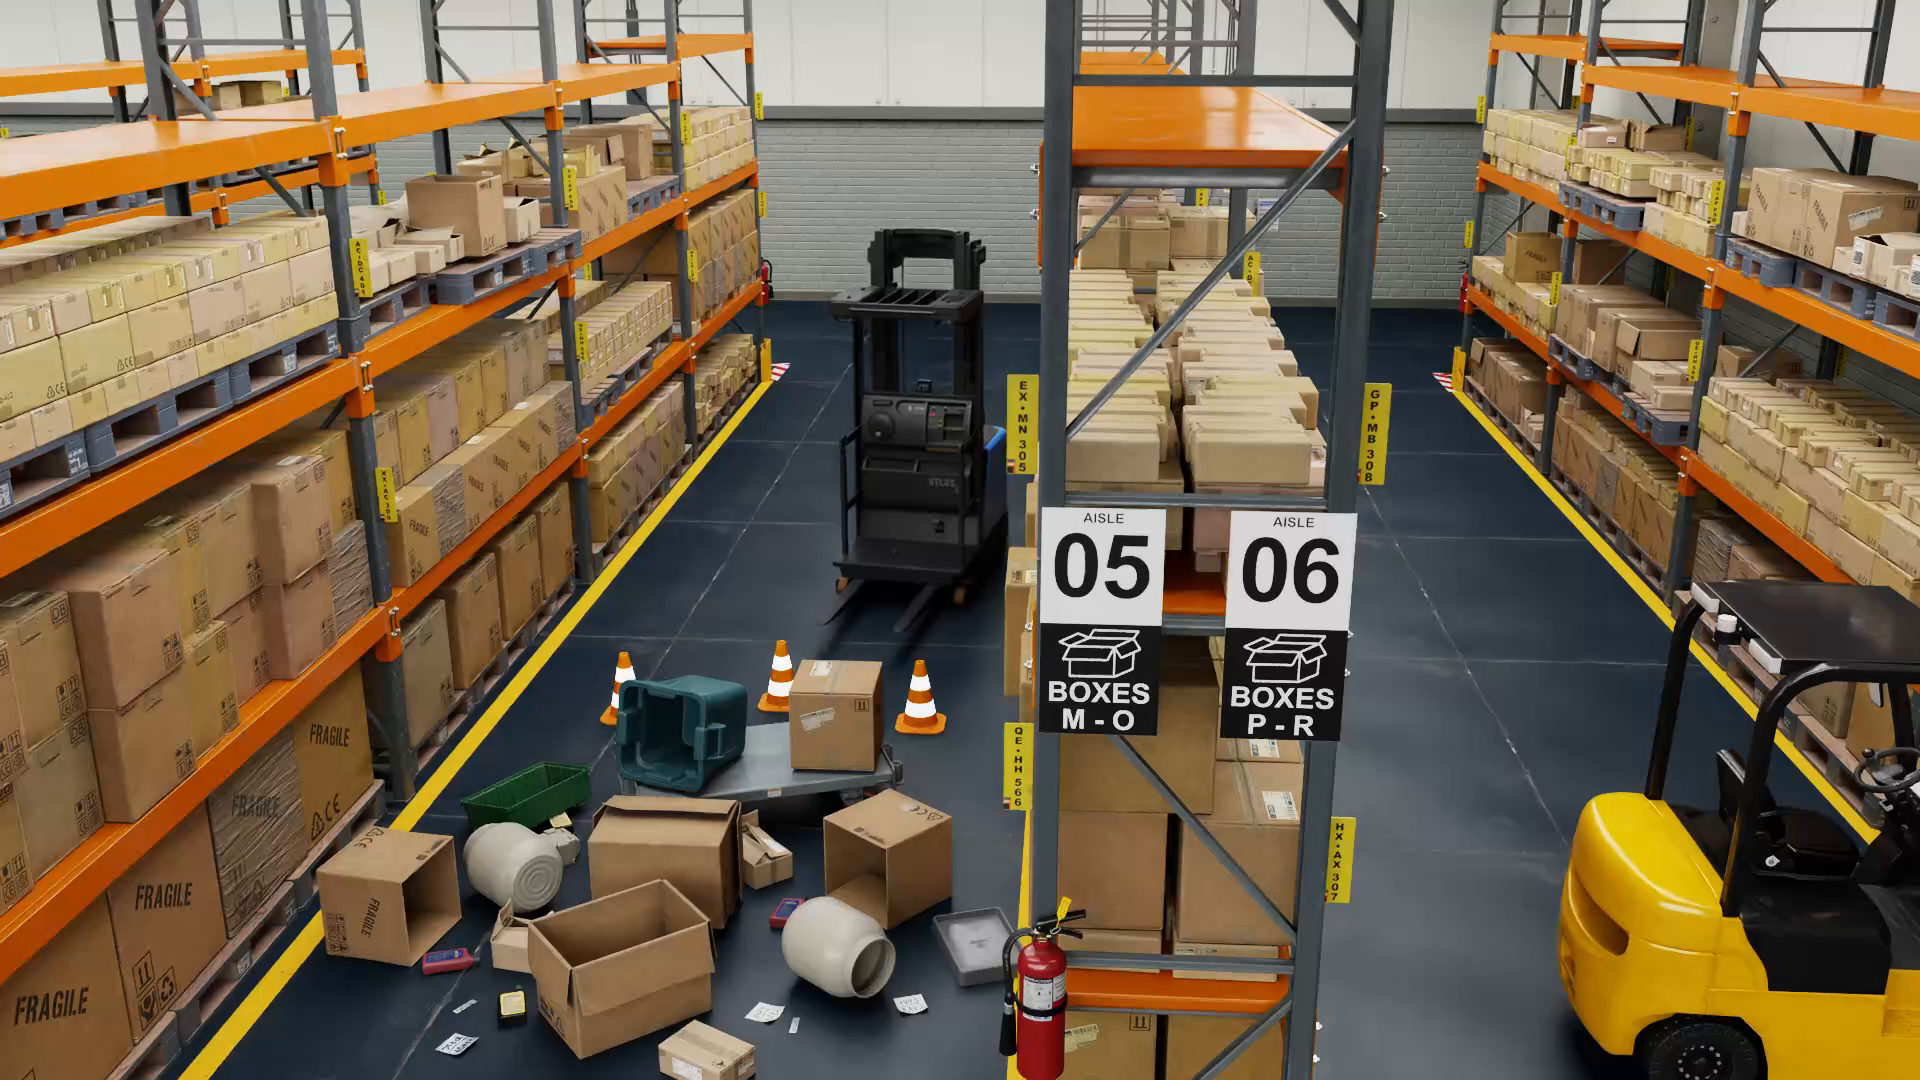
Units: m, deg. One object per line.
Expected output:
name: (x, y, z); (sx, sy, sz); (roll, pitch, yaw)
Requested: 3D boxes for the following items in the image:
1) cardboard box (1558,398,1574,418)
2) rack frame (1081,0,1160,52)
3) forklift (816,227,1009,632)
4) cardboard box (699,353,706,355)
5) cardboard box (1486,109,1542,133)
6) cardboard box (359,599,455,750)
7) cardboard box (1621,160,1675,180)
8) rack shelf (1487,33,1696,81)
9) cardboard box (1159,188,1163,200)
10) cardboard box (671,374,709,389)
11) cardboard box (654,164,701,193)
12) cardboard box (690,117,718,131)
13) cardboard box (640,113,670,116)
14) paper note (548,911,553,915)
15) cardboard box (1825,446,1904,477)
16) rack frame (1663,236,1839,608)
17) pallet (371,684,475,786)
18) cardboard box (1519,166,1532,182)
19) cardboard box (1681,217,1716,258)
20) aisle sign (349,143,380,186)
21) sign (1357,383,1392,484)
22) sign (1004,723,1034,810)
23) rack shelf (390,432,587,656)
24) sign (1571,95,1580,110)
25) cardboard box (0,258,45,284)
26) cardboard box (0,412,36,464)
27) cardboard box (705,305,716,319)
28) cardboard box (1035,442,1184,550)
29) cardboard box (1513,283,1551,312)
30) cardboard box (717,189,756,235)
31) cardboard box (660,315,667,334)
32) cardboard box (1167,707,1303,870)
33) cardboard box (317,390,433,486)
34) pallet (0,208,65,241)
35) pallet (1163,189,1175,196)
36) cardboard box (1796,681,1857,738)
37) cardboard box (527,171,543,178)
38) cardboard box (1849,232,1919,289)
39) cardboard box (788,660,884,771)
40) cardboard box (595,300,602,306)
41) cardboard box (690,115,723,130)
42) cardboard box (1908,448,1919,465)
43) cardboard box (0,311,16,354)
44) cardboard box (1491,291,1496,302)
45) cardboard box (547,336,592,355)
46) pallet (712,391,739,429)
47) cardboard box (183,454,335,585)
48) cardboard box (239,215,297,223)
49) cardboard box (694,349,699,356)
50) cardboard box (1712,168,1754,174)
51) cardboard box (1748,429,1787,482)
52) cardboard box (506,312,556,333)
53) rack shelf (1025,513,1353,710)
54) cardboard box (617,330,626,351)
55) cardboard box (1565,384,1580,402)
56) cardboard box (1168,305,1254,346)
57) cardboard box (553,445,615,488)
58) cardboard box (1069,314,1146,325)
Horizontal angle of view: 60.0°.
cardboard box: (6.273, -1.336, 16.807); (0.380, 0.149, 0.250); (2, 18, 7)
rack frame: (1.900, -6.324, 20.098); (1.000, 3.000, 0.127); (1, 18, 4)
forklift: (-0.406, -0.979, 13.531); (1.130, 2.935, 3.031); (4, 19, 13)
cardboard box: (-3.344, -2.220, 20.633); (0.380, 0.149, 0.250); (2, 18, 5)
cardboard box: (6.568, -4.964, 19.726); (0.500, 0.250, 0.500); (1, 18, 3)
cardboard box: (-3.951, 0.850, 10.779); (1.050, 0.750, 0.750); (1, 18, 4)
cardboard box: (6.053, -3.253, 14.634); (0.380, 0.149, 0.250); (1, 18, 4)
rack shelf: (6.707, -5.250, 17.980); (1.077, 0.370, 4.000); (1, 18, 4)
cardboard box: (1.627, -3.154, 14.942); (0.380, 0.166, 0.250); (3, 18, 9)
cardboard box: (-3.057, -1.785, 18.829); (0.380, 0.149, 0.250); (1, 18, 2)
cardboard box: (-3.035, -3.802, 17.459); (0.500, 0.250, 0.500); (2, 18, 7)
cardboard box: (-2.922, -4.665, 18.649); (0.380, 0.149, 0.250); (1, 18, 2)
cardboard box: (-3.469, -4.839, 19.180); (0.380, 0.149, 0.250); (2, 18, 6)
paper note: (-2.177, 2.052, 8.951); (0.172, 0.023, 0.155); (8, 20, 23)
cardboard box: (5.856, -0.501, 10.759); (0.380, 0.149, 0.250); (1, 18, 4)
rack frame: (6.277, -0.879, 13.115); (1.000, 3.000, 0.127); (1, 18, 4)
pallet: (-3.925, 1.259, 11.070); (1.003, 0.211, 1.213); (1, 18, 4)
cardboard box: (6.376, -4.024, 18.300); (0.380, 0.149, 0.250); (2, 18, 5)
cardboard box: (6.072, -2.398, 13.174); (0.500, 0.250, 0.500); (1, 18, 2)
aisle sign: (-7.681, -4.945, 21.350); (0.394, 0.787, 0.004); (1, 18, 4)
sign: (1.294, -0.332, 5.227); (0.100, 0.325, 0.005); (1, 18, 4)
sign: (0.200, 0.777, 5.694); (0.100, 0.325, 0.005); (1, 18, 4)
rack shelf: (-3.762, -0.105, 11.907); (1.077, 0.370, 4.000); (1, 18, 4)
sign: (7.403, -5.191, 20.036); (0.100, 0.325, 0.005); (1, 18, 4)
cardboard box: (-4.379, -1.179, 7.502); (0.380, 0.149, 0.250); (1, 18, 4)
cardboard box: (-3.812, -0.392, 6.381); (0.380, 0.149, 0.250); (1, 18, 4)
cardboard box: (-2.965, -2.598, 18.765); (0.380, 0.149, 0.250); (2, 18, 5)
cardboard box: (0.520, -0.164, 5.880); (0.500, 0.250, 0.500); (1, 18, 3)
cardboard box: (6.427, -2.665, 18.330); (0.500, 0.250, 0.500); (1, 18, 4)
cardboard box: (-2.830, -4.068, 20.605); (0.500, 0.500, 0.500); (1, 18, 3)
cardboard box: (-3.181, -2.182, 16.819); (0.380, 0.149, 0.250); (1, 18, 4)
cardboard box: (1.097, 1.005, 6.726); (0.500, 0.500, 0.500); (2, 18, 6)
cardboard box: (-3.841, -0.662, 10.687); (0.700, 0.500, 0.500); (1, 18, 3)
pallet: (-8.565, -2.746, 14.301); (1.213, 0.211, 1.003); (2, 18, 6)
pallet: (1.596, -3.279, 15.931); (0.805, 0.209, 1.217); (1, 18, 2)
cardboard box: (6.080, 0.889, 10.858); (0.875, 0.625, 0.625); (1, 18, 3)
cardboard box: (-3.808, -2.879, 14.241); (0.500, 0.500, 0.500); (1, 18, 4)
cardboard box: (5.854, -1.735, 10.219); (0.500, 0.311, 0.500); (1, 18, 2)
cardboard box: (-0.738, 1.052, 10.022); (0.500, 0.500, 0.500); (1, 18, 4)
cardboard box: (-3.835, -2.339, 16.822); (0.380, 0.149, 0.250); (1, 18, 3)
cardboard box: (-2.908, -4.746, 18.898); (0.380, 0.149, 0.250); (1, 18, 2)
cardboard box: (6.374, -0.491, 10.730); (0.380, 0.149, 0.250); (1, 18, 3)
cardboard box: (-3.814, -0.769, 6.249); (0.380, 0.149, 0.250); (1, 18, 3)
cardboard box: (6.518, -2.908, 19.712); (0.380, 0.149, 0.250); (2, 18, 6)
cardboard box: (-3.376, -1.653, 14.252); (0.380, 0.149, 0.250); (1, 18, 2)
pallet: (-3.234, -1.574, 19.715); (1.003, 0.211, 1.213); (1, 18, 4)
cardboard box: (-3.890, -0.122, 8.831); (0.875, 0.550, 0.550); (1, 18, 4)
cardboard box: (-8.356, -3.661, 20.165); (0.500, 0.500, 0.500); (1, 18, 2)
cardboard box: (-3.402, -2.282, 20.346); (0.380, 0.149, 0.250); (0, 18, 1)
cardboard box: (6.610, -3.067, 14.098); (0.380, 0.149, 0.250); (1, 18, 4)
cardboard box: (5.909, -0.595, 11.687); (0.500, 0.250, 0.500); (1, 18, 3)
cardboard box: (-3.946, -1.994, 15.293); (0.380, 0.149, 0.250); (2, 18, 7)
rack shelf: (0.896, -0.209, 7.407); (1.077, 0.370, 4.000); (1, 18, 4)
cardboard box: (-3.293, -1.835, 15.283); (0.380, 0.149, 0.250); (1, 18, 3)
cardboard box: (6.333, -1.476, 16.756); (0.380, 0.149, 0.250); (1, 18, 3)
cardboard box: (1.175, -1.004, 7.802); (0.380, 0.149, 0.250); (1, 18, 3)
cardboard box: (-3.328, -0.644, 14.535); (0.500, 0.250, 0.500); (0, 18, 1)
cardboard box: (0.652, -0.935, 7.591); (0.380, 0.149, 0.250); (1, 18, 3)
